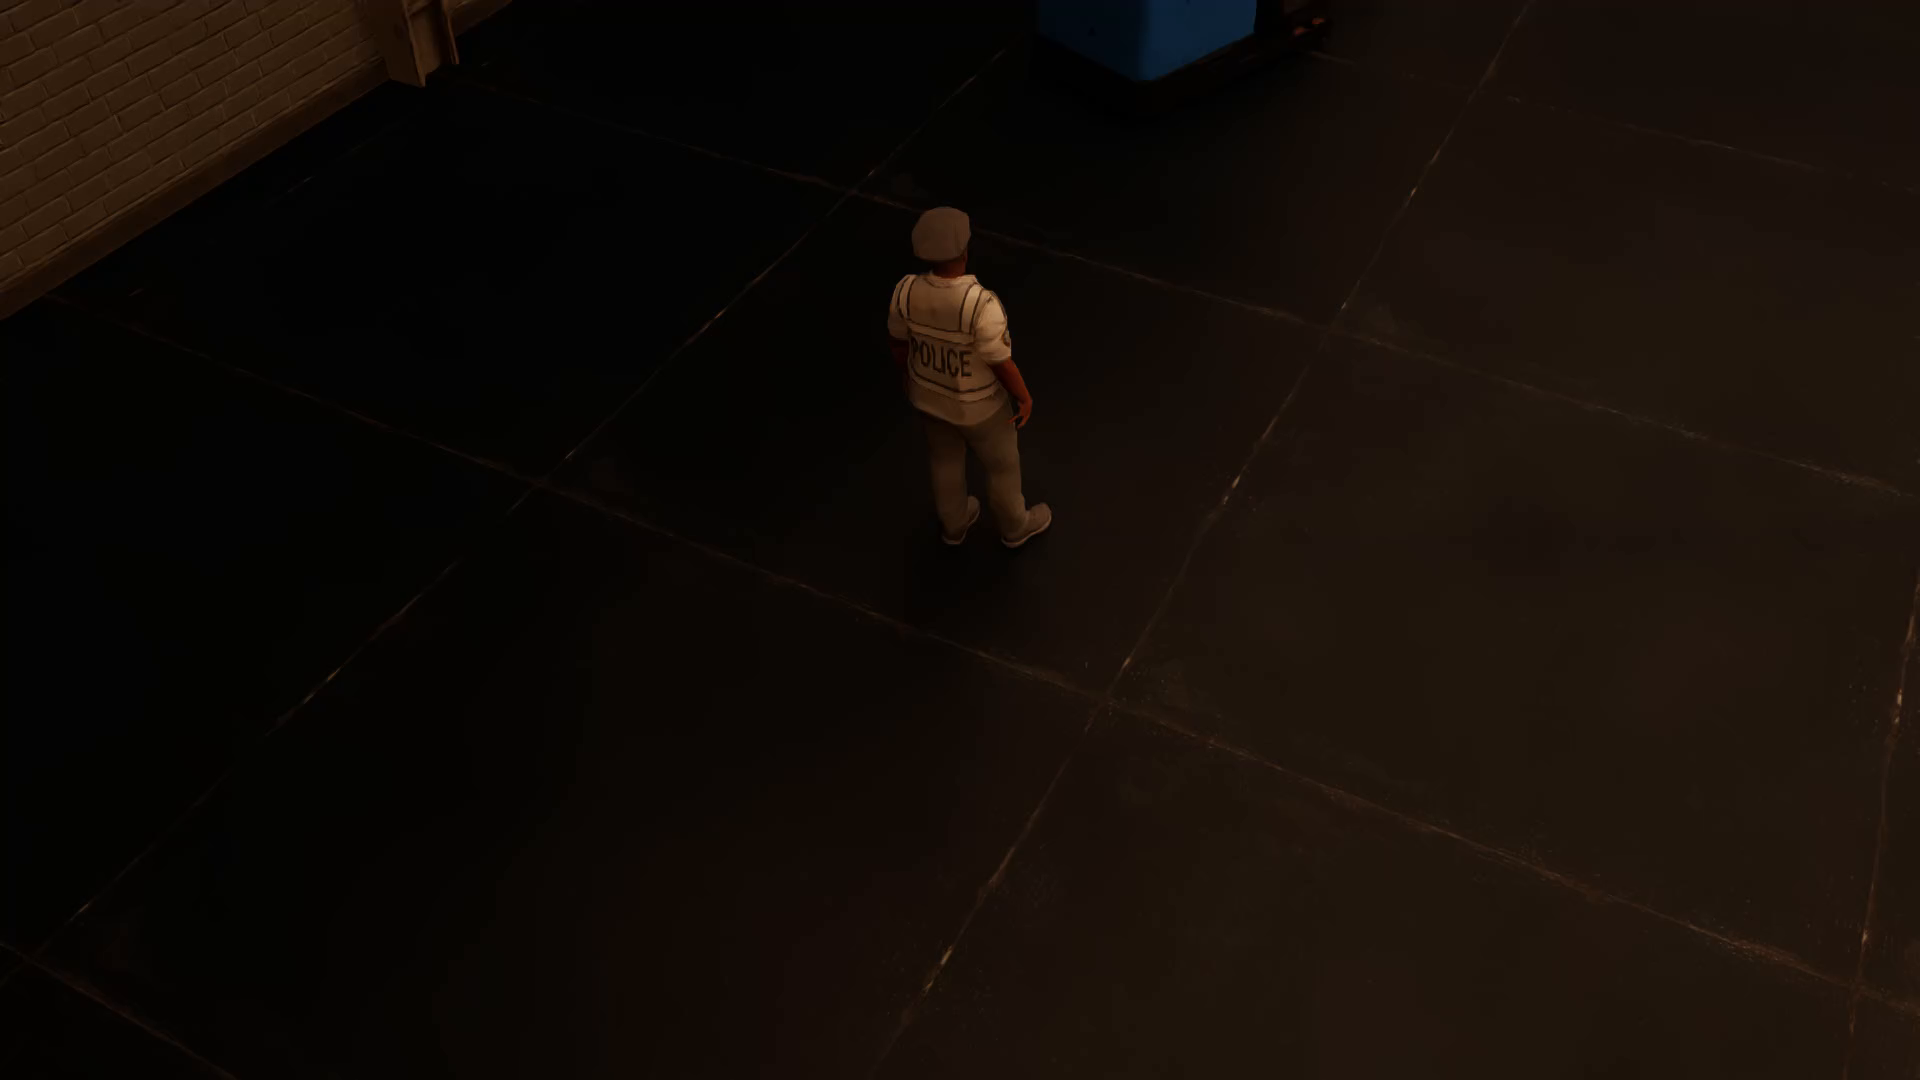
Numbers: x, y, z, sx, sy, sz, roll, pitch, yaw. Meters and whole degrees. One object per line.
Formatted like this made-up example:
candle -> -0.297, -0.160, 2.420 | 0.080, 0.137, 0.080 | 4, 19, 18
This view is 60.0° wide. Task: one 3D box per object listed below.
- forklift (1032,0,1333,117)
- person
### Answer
forklift -> 1.907, -4.623, 10.560 | 3.031, 2.935, 1.130 | -32, 52, -29
person -> 0.047, -0.697, 7.222 | 0.640, 1.778, 0.574 | 20, 47, 20
